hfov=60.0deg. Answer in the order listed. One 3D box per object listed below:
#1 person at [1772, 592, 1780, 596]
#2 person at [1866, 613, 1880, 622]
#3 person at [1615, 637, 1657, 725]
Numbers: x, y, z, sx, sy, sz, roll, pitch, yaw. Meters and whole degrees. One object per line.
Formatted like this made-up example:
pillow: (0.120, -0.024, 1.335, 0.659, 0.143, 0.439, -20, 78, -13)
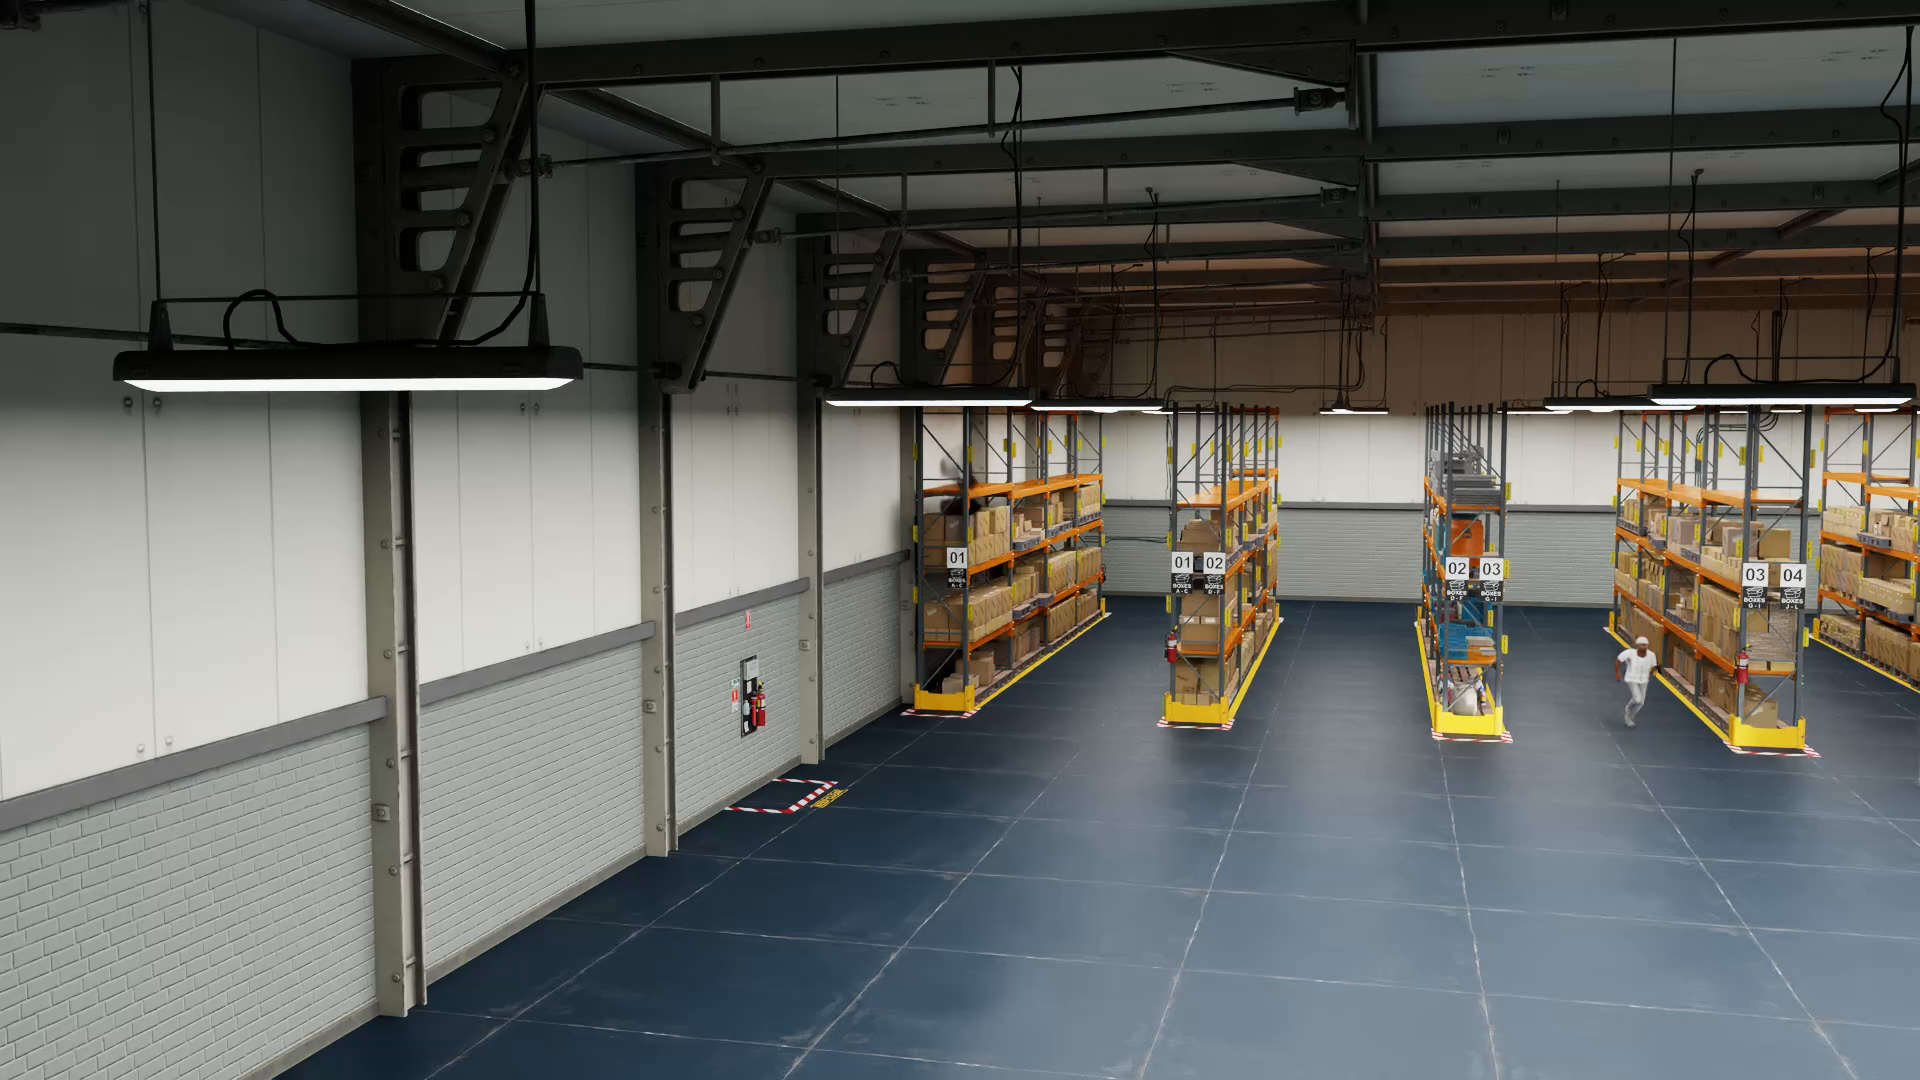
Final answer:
person: (21.241, 1.663, 43.442, 0.688, 1.757, 0.664, 2, 5, 30)
person: (23.878, 1.740, 43.541, 0.571, 1.550, 0.507, -4, 6, -43)
person: (12.448, 2.601, 30.529, 0.655, 1.675, 0.735, -1, 4, -9)
